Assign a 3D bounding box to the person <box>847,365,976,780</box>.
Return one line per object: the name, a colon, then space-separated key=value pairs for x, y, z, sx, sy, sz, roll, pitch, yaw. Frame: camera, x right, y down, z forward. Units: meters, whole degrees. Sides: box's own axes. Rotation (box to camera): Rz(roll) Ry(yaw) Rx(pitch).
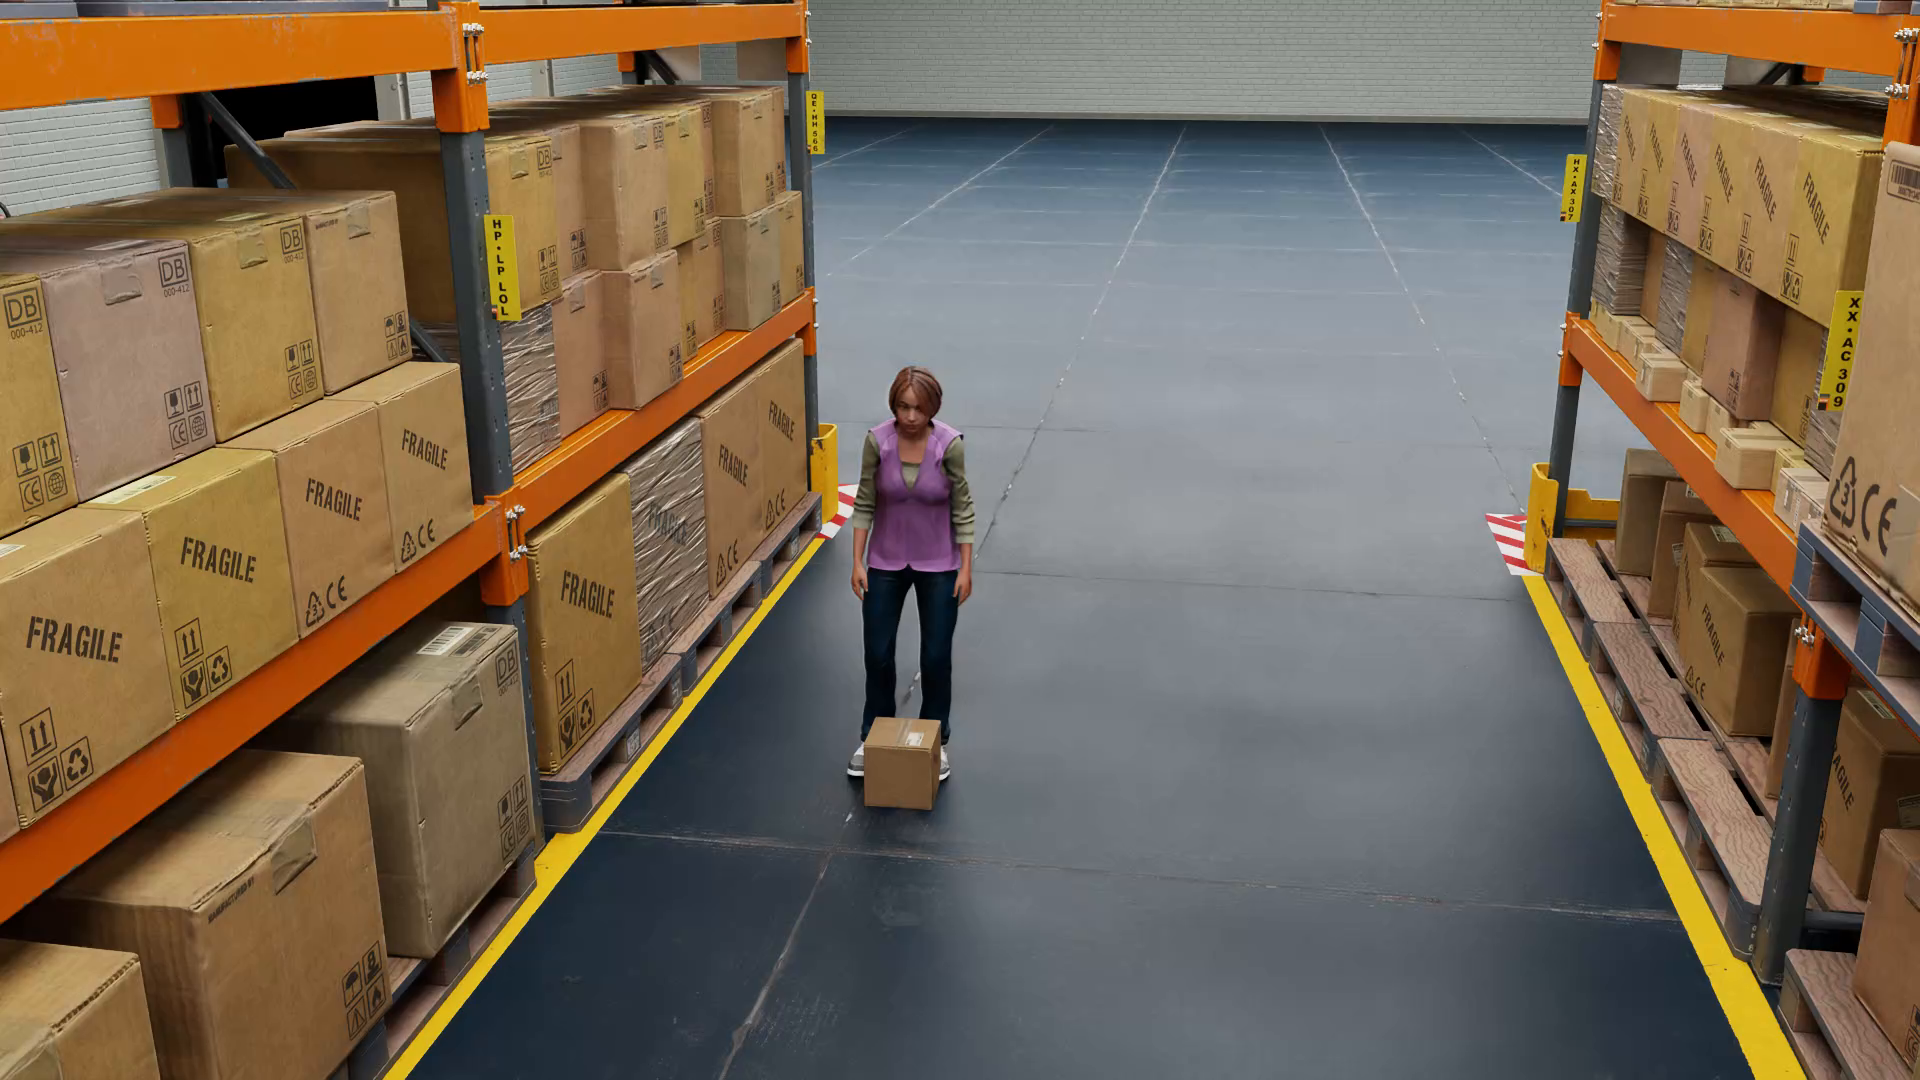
person: x=-0.182 y=0.120 z=6.211 sx=0.479 sy=1.592 sz=0.346 roll=2 pitch=18 yaw=5
